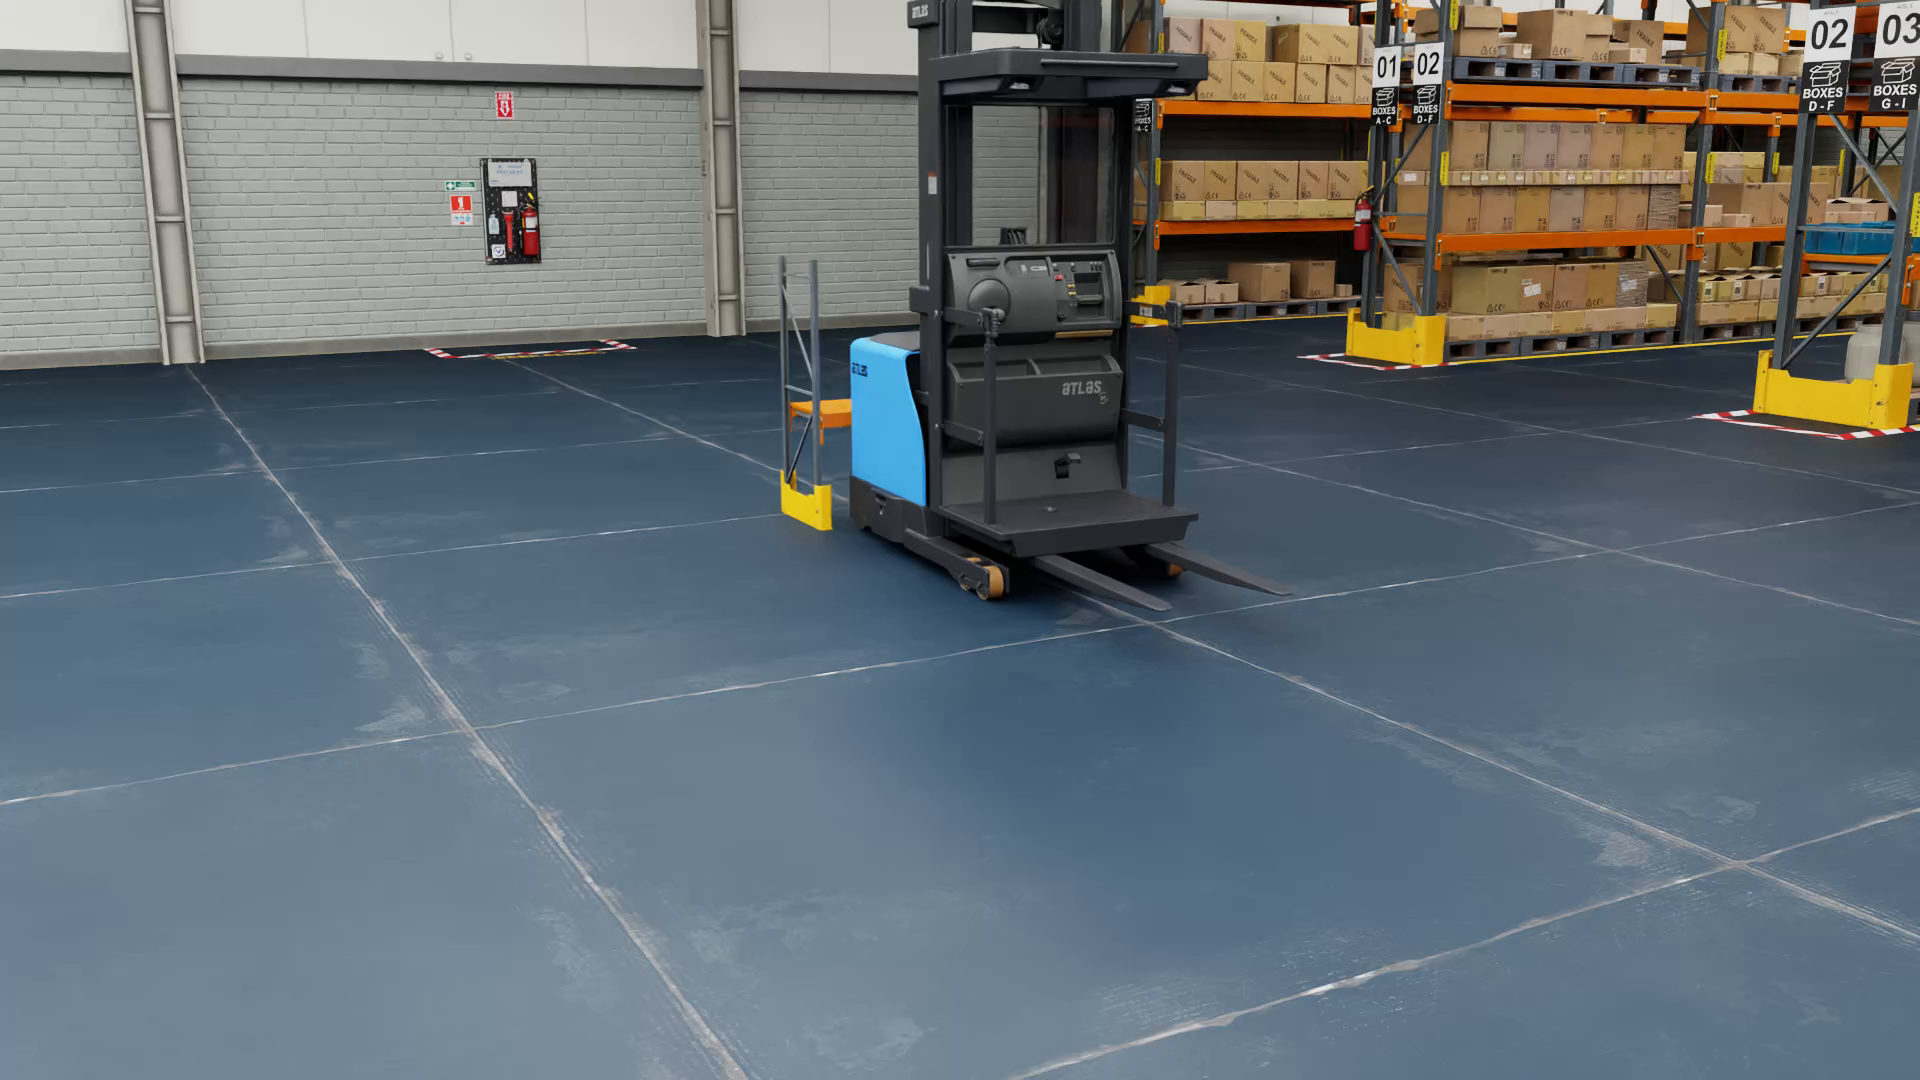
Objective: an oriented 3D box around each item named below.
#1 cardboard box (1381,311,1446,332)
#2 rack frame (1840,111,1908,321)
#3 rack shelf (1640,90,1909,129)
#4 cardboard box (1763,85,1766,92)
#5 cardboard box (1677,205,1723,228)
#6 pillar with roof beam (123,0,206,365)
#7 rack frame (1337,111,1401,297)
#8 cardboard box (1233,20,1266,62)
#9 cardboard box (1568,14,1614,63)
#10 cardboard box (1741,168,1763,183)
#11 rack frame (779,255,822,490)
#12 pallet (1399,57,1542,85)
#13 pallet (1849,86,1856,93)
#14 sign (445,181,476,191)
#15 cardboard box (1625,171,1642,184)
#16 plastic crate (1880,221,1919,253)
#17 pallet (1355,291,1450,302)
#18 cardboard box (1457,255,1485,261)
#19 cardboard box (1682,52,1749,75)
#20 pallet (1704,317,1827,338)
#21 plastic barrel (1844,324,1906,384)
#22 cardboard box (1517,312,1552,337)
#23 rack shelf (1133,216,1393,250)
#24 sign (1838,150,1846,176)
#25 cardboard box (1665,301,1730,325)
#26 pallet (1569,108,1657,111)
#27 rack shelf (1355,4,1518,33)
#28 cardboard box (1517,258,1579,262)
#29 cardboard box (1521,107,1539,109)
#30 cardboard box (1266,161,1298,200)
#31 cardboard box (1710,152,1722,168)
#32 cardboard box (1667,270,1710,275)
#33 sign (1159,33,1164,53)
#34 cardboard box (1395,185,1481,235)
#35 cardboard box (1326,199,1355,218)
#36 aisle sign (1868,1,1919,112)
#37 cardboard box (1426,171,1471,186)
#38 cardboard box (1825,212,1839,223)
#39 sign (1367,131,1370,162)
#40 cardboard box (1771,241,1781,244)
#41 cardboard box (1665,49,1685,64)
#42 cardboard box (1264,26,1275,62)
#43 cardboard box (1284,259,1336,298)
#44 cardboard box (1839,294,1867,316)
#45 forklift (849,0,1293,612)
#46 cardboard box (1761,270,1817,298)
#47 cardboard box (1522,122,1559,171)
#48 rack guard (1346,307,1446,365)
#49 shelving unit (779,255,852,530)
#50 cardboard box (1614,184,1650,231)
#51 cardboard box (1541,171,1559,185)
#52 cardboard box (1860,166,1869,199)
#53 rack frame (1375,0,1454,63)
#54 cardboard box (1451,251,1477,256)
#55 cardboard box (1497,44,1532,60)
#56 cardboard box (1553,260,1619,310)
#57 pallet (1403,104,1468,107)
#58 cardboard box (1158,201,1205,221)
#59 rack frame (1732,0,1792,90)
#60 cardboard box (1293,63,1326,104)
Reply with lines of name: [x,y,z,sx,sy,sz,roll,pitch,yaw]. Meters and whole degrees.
cardboard box: [4.942,-2.361,18.073,0.500,0.250,0.500,-7,14,-28]
rack frame: [11.635,-4.226,21.053,0.127,3.000,1.000,-7,14,-28]
rack shelf: [9.879,-5.128,19.868,4.000,0.370,1.077,-7,14,-28]
cardboard box: [13.257,-7.362,27.314,0.500,0.250,0.500,-7,14,-27]
cardboard box: [8.535,-3.792,19.468,0.500,0.250,0.500,-6,14,-24]
pillar with roof beam: [-6.034,-5.413,12.667,0.400,9.000,9.100,-7,14,-28]
rack frame: [5.747,-4.759,23.424,0.127,3.000,1.000,-7,14,-28]
cardboard box: [3.600,-6.441,21.514,0.500,0.500,0.500,-6,14,-26]
cardboard box: [6.618,-5.443,18.120,0.637,0.503,0.797,-5,14,-22]
cardboard box: [12.485,-5.707,26.686,0.500,0.500,0.500,-7,15,-29]
rack frame: [-0.907,-0.846,9.453,0.032,1.500,0.500,-7,14,-27]
pallet: [5.246,-4.874,17.302,1.213,0.211,1.003,-7,14,-28]
pallet: [11.082,-5.508,20.351,1.003,0.211,1.213,-6,14,-25]
sign: [-5.544,-3.931,18.457,0.331,0.109,0.001,-7,14,-28]
cardboard box: [7.311,-4.019,18.429,0.250,0.149,0.380,-7,14,-28]
plastic crate: [7.852,-2.534,13.876,0.408,0.251,0.499,-7,14,-28]
pallet: [6.430,-3.481,24.095,1.213,0.211,1.003,-7,14,-28]
cardboard box: [7.282,-3.945,24.497,0.500,0.500,0.700,-7,14,-27]
cardboard box: [8.669,-5.463,19.104,0.500,0.250,0.500,-5,14,-22]
pallet: [9.824,-2.659,20.442,1.213,0.211,1.003,-7,14,-28]
plastic barrel: [7.524,-1.504,13.671,0.421,0.512,0.421,0,13,0]
cardboard box: [6.066,-2.367,18.100,0.500,0.250,0.500,-7,14,-28]
rack shelf: [3.992,-4.198,22.568,4.000,0.370,1.077,-7,14,-28]
sign: [11.367,-4.855,21.395,0.005,0.325,0.100,-7,14,-28]
cardboard box: [8.597,-2.663,19.416,0.500,0.250,0.500,-7,15,-29]
pallet: [9.798,-6.629,25.331,1.003,0.211,1.213,-6,14,-25]
rack shelf: [7.503,-7.350,23.823,4.000,0.370,1.077,-7,14,-28]
cardboard box: [6.689,-2.940,18.941,0.500,0.500,0.500,-7,14,-28]
cardboard box: [8.076,-6.585,24.424,0.637,0.503,0.797,-5,14,-20]
cardboard box: [4.142,-4.793,22.162,0.500,0.500,0.500,-6,14,-26]
cardboard box: [11.580,-5.966,26.129,0.500,0.250,0.500,-7,14,-27]
cardboard box: [8.796,-3.096,20.061,0.500,0.311,0.500,-6,14,-26]
sign: [2.496,-6.123,20.664,0.005,0.325,0.100,-7,14,-28]
cardboard box: [5.029,-3.479,17.510,0.500,0.500,0.700,-7,14,-28]
cardboard box: [5.035,-4.537,22.731,0.500,0.250,0.500,-7,14,-28]
aisle sign: [7.060,-3.633,12.500,0.004,0.787,0.394,-7,14,-28]
cardboard box: [5.061,-3.749,17.231,0.250,0.149,0.380,-7,14,-28]
cardboard box: [10.543,-3.958,20.437,0.250,0.149,0.380,-6,14,-24]
sign: [4.365,-4.170,17.632,0.005,0.325,0.100,-7,14,-28]
cardboard box: [13.945,-5.068,28.056,0.250,0.149,0.380,-7,15,-30]
cardboard box: [11.456,-7.565,26.123,0.500,0.250,0.500,-7,15,-30]
cardboard box: [3.851,-6.602,22.232,0.500,0.500,0.500,-7,14,-28]
cardboard box: [4.855,-3.637,23.131,0.500,0.500,0.500,-8,15,-32]
cardboard box: [10.839,-2.932,20.610,0.500,0.250,0.500,-7,14,-29]
forklift: [0.470,-1.255,8.010,1.130,2.935,3.031,-6,14,-25]
cardboard box: [9.955,-3.099,20.077,0.500,0.311,0.500,-6,14,-26]
cardboard box: [5.976,-4.227,17.879,0.500,0.500,0.700,-7,14,-28]
rack guard: [4.592,-2.162,17.577,0.348,0.500,1.175,-7,14,-28]
shelving unit: [-0.450,-0.899,9.689,1.083,1.500,0.587,-7,14,-27]
cardboard box: [7.278,-3.749,18.708,0.500,0.500,0.700,-7,14,-28]
cardboard box: [6.190,-3.885,17.834,0.250,0.149,0.380,-7,14,-29]
cardboard box: [15.204,-6.034,28.404,0.700,0.700,0.980,-7,14,-28]
rack frame: [4.613,-6.311,16.655,0.127,3.000,1.000,-7,14,-28]
cardboard box: [7.225,-4.303,24.381,0.500,0.250,0.500,-7,15,-29]
cardboard box: [5.730,-5.088,17.350,0.250,0.149,0.380,-7,14,-28]
cardboard box: [6.940,-2.839,18.492,0.500,0.500,0.500,-7,14,-28]
pallet: [6.340,-6.175,23.312,1.003,0.211,1.213,-7,14,-28]
cardboard box: [2.817,-4.265,21.524,0.500,0.250,0.500,-7,15,-29]
rack frame: [12.769,-8.527,26.505,0.127,3.000,1.000,-7,14,-28]
cardboard box: [4.504,-6.064,22.117,0.500,0.500,0.500,-7,15,-30]
